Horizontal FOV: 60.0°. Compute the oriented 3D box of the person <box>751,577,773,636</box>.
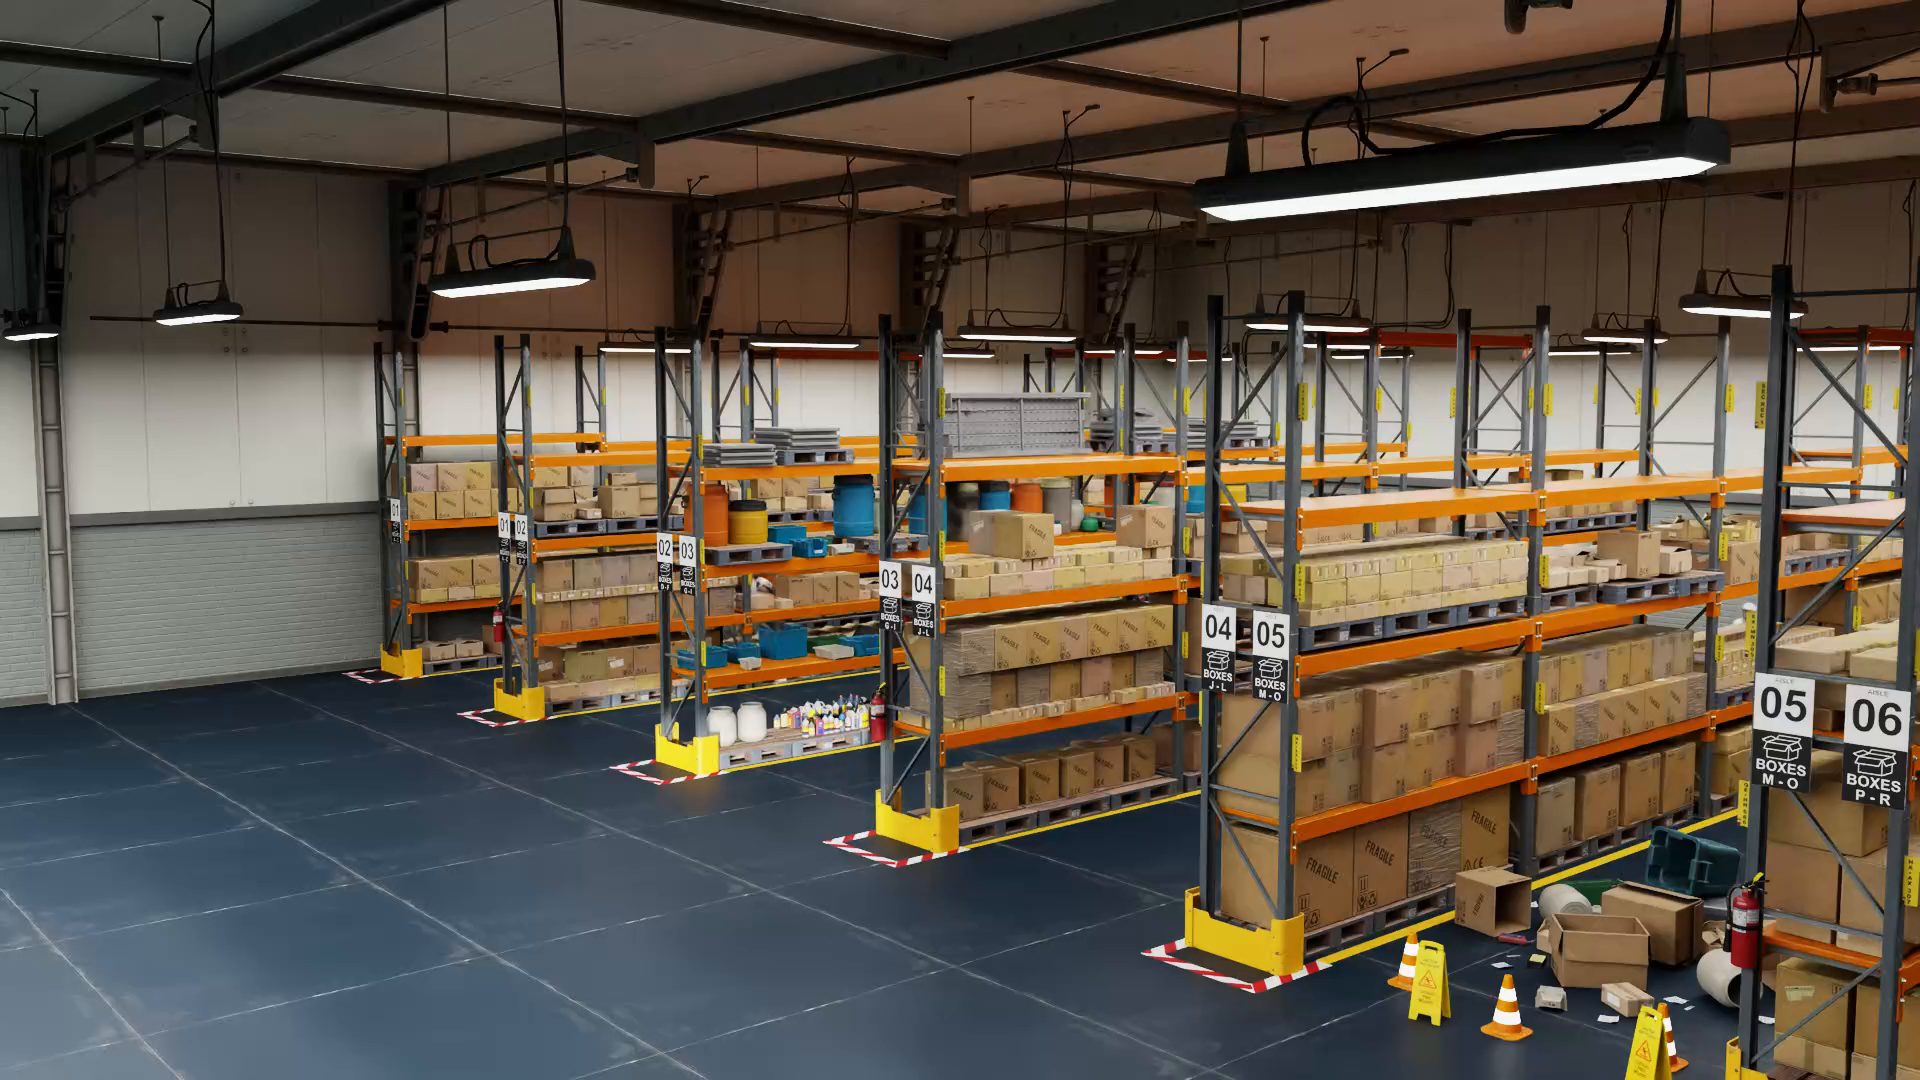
[{"bbox_3d":[-3.940,1.255,32.766,0.488,1.578,0.687,5,7,42],"label":"person"}]

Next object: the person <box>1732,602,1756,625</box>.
[{"bbox_3d":[12.479,1.882,26.448,0.671,1.789,0.715,5,7,41],"label":"person"}]

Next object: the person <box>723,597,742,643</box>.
[{"bbox_3d":[-4.548,1.461,32.411,0.599,1.515,0.833,2,6,24],"label":"person"}]
